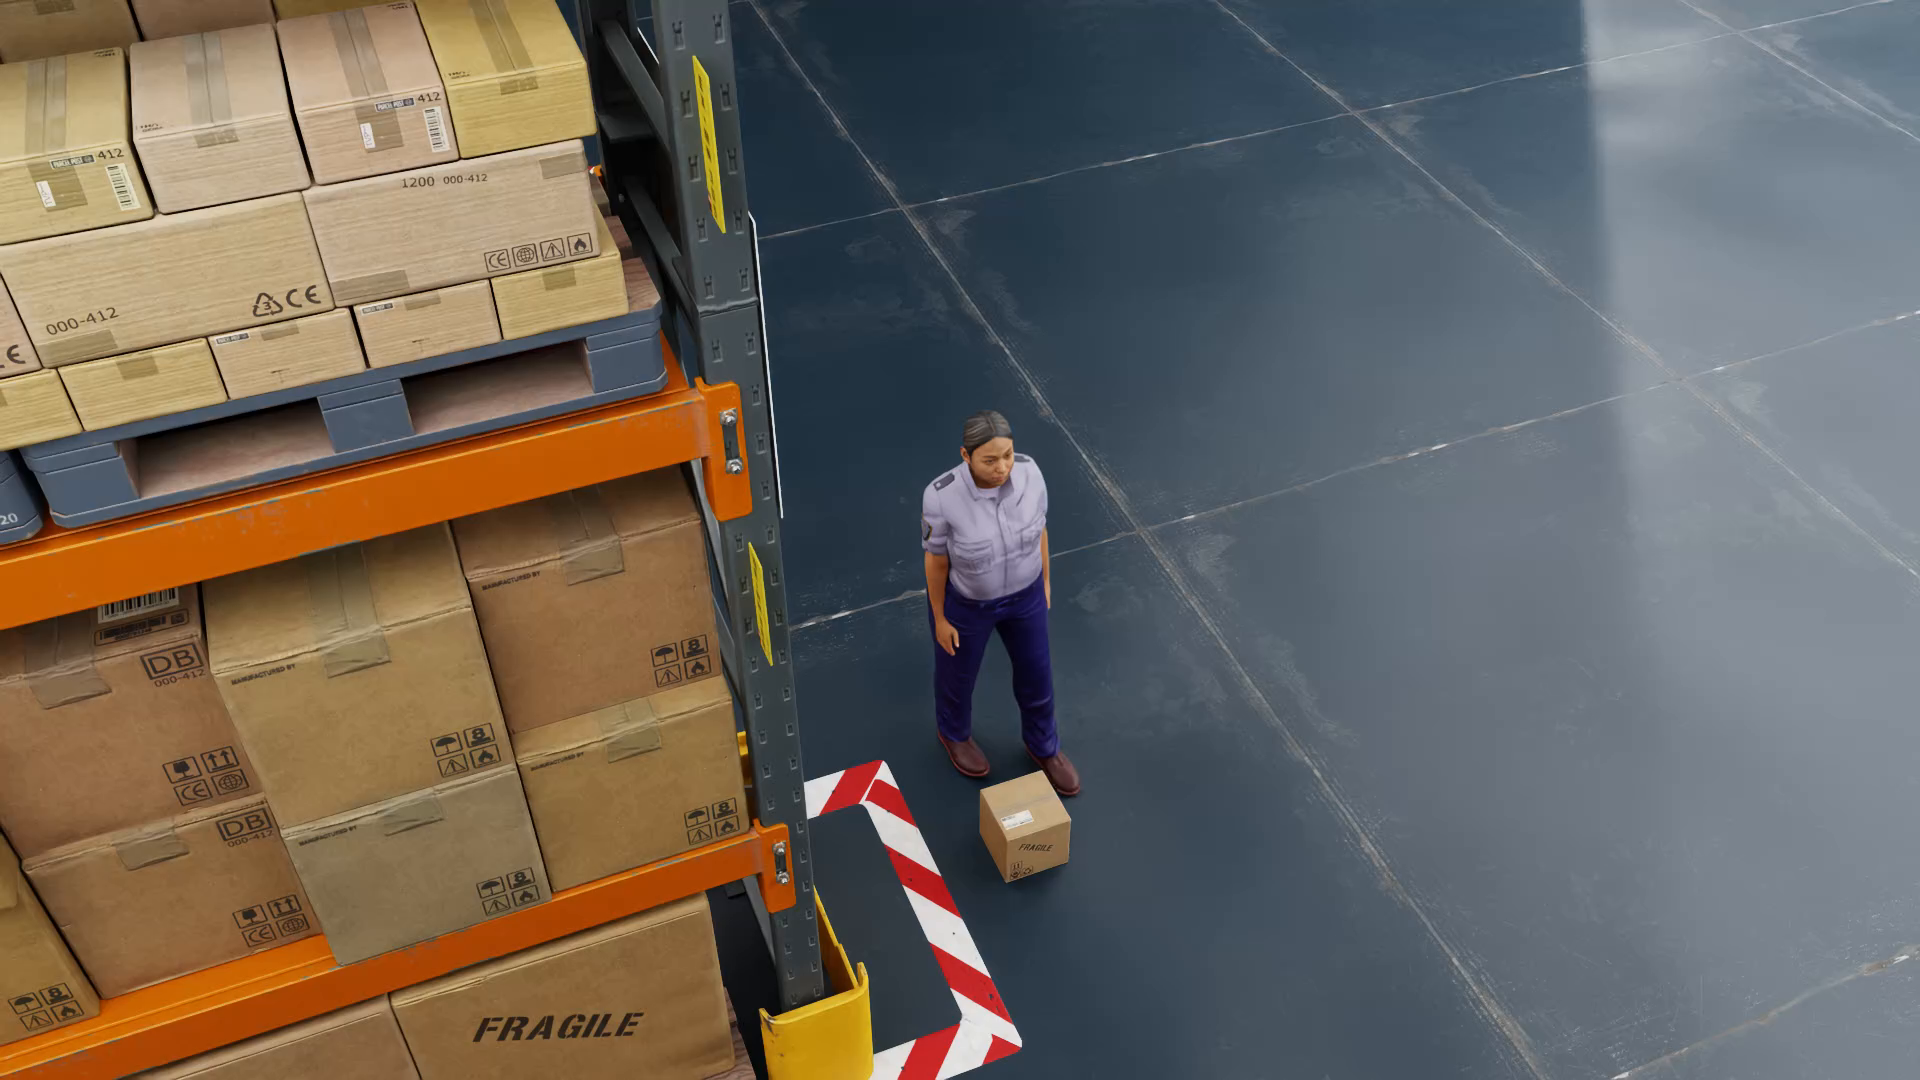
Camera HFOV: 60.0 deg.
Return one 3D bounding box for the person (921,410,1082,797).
[{"bbox_3d":[0.152,0.256,5.874,0.504,1.648,0.530,-16,45,-18],"label":"person"}]
